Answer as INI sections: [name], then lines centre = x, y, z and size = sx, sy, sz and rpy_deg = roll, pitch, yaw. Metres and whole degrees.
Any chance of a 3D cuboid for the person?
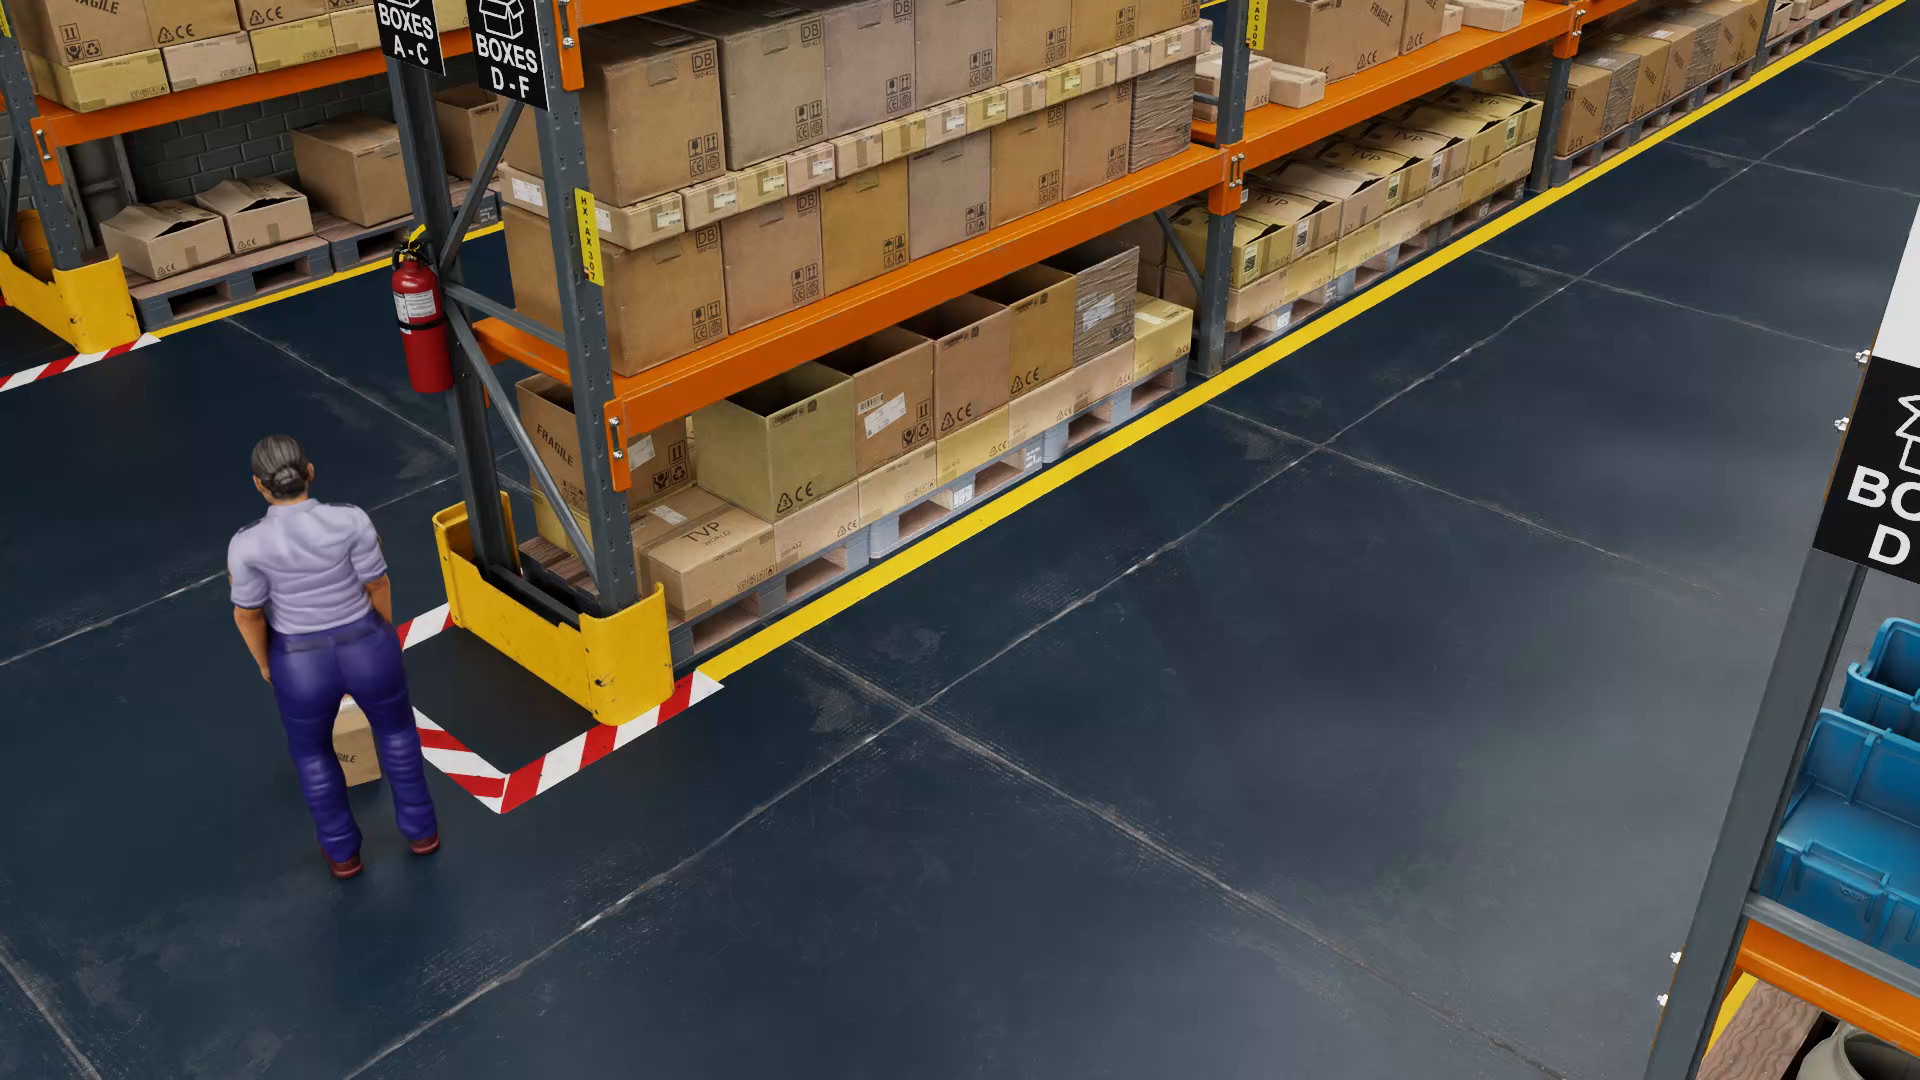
[person]
centre = -2.088, 0.410, 5.506
size = 0.483, 1.631, 0.349
rpy_deg = -14, 34, -22
